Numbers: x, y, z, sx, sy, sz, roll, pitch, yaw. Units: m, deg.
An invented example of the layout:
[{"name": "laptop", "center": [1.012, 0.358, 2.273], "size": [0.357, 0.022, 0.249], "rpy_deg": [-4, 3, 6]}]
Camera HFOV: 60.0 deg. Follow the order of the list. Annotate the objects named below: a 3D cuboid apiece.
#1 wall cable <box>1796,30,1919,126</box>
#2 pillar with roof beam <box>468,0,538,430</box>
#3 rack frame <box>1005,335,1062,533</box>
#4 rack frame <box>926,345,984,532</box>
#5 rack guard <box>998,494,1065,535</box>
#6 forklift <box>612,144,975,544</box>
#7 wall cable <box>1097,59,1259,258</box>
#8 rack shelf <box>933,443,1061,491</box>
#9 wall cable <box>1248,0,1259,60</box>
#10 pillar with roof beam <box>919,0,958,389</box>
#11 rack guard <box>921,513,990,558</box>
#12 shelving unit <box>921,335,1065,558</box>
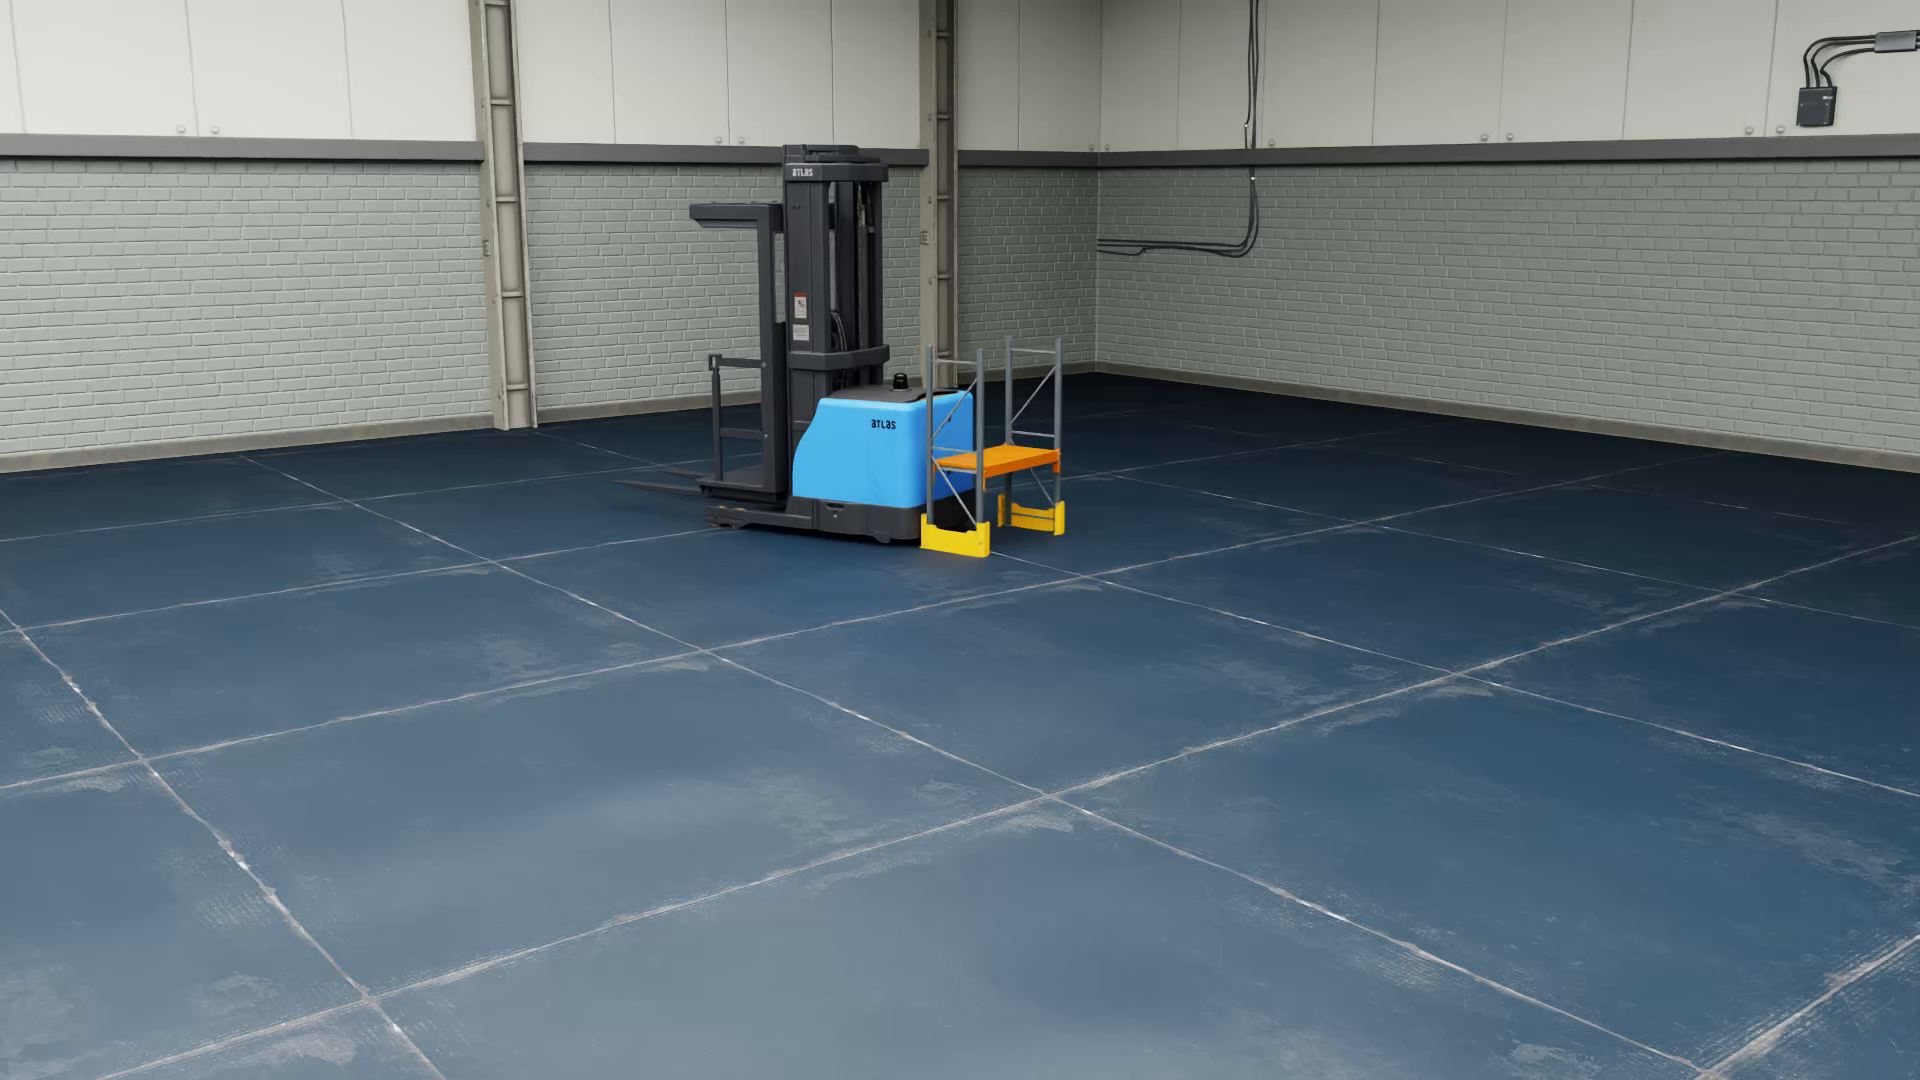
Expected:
[{"name": "wall cable", "center": [8.768, -6.731, 14.473], "size": [0.169, 6.003, 2.305], "rpy_deg": [-9, 15, -38]}, {"name": "pillar with roof beam", "center": [-2.273, -4.964, 14.343], "size": [0.400, 9.000, 9.100], "rpy_deg": [-9, 15, -38]}, {"name": "rack frame", "center": [0.565, -0.817, 12.866], "size": [0.500, 1.500, 0.032], "rpy_deg": [9, 15, 36]}, {"name": "rack frame", "center": [-0.039, -0.647, 12.066], "size": [0.500, 1.500, 0.032], "rpy_deg": [9, 15, 36]}, {"name": "rack guard", "center": [0.554, -0.203, 12.981], "size": [0.587, 0.250, 0.087], "rpy_deg": [9, 15, 36]}, {"name": "forklift", "center": [-1.420, -1.607, 13.141], "size": [3.031, 2.935, 1.130], "rpy_deg": [7, 14, 29]}, {"name": "wall cable", "center": [2.850, -5.090, 22.410], "size": [0.112, 2.526, 3.097], "rpy_deg": [-9, 15, -38]}, {"name": "rack shelf", "center": [0.263, -0.556, 12.504], "size": [0.538, 0.185, 1.000], "rpy_deg": [9, 15, 36]}, {"name": "wall cable", "center": [4.540, -7.122, 19.819], "size": [0.112, 2.526, 3.097], "rpy_deg": [-9, 15, -38]}, {"name": "pillar with roof beam", "center": [2.413, -5.743, 18.009], "size": [0.400, 9.000, 9.100], "rpy_deg": [-9, 15, -38]}, {"name": "rack guard", "center": [-0.038, -0.036, 12.197], "size": [0.587, 0.250, 0.087], "rpy_deg": [9, 15, 36]}, {"name": "shelving unit", "center": [0.258, -0.731, 12.459], "size": [0.587, 1.500, 1.083], "rpy_deg": [9, 15, 36]}]
